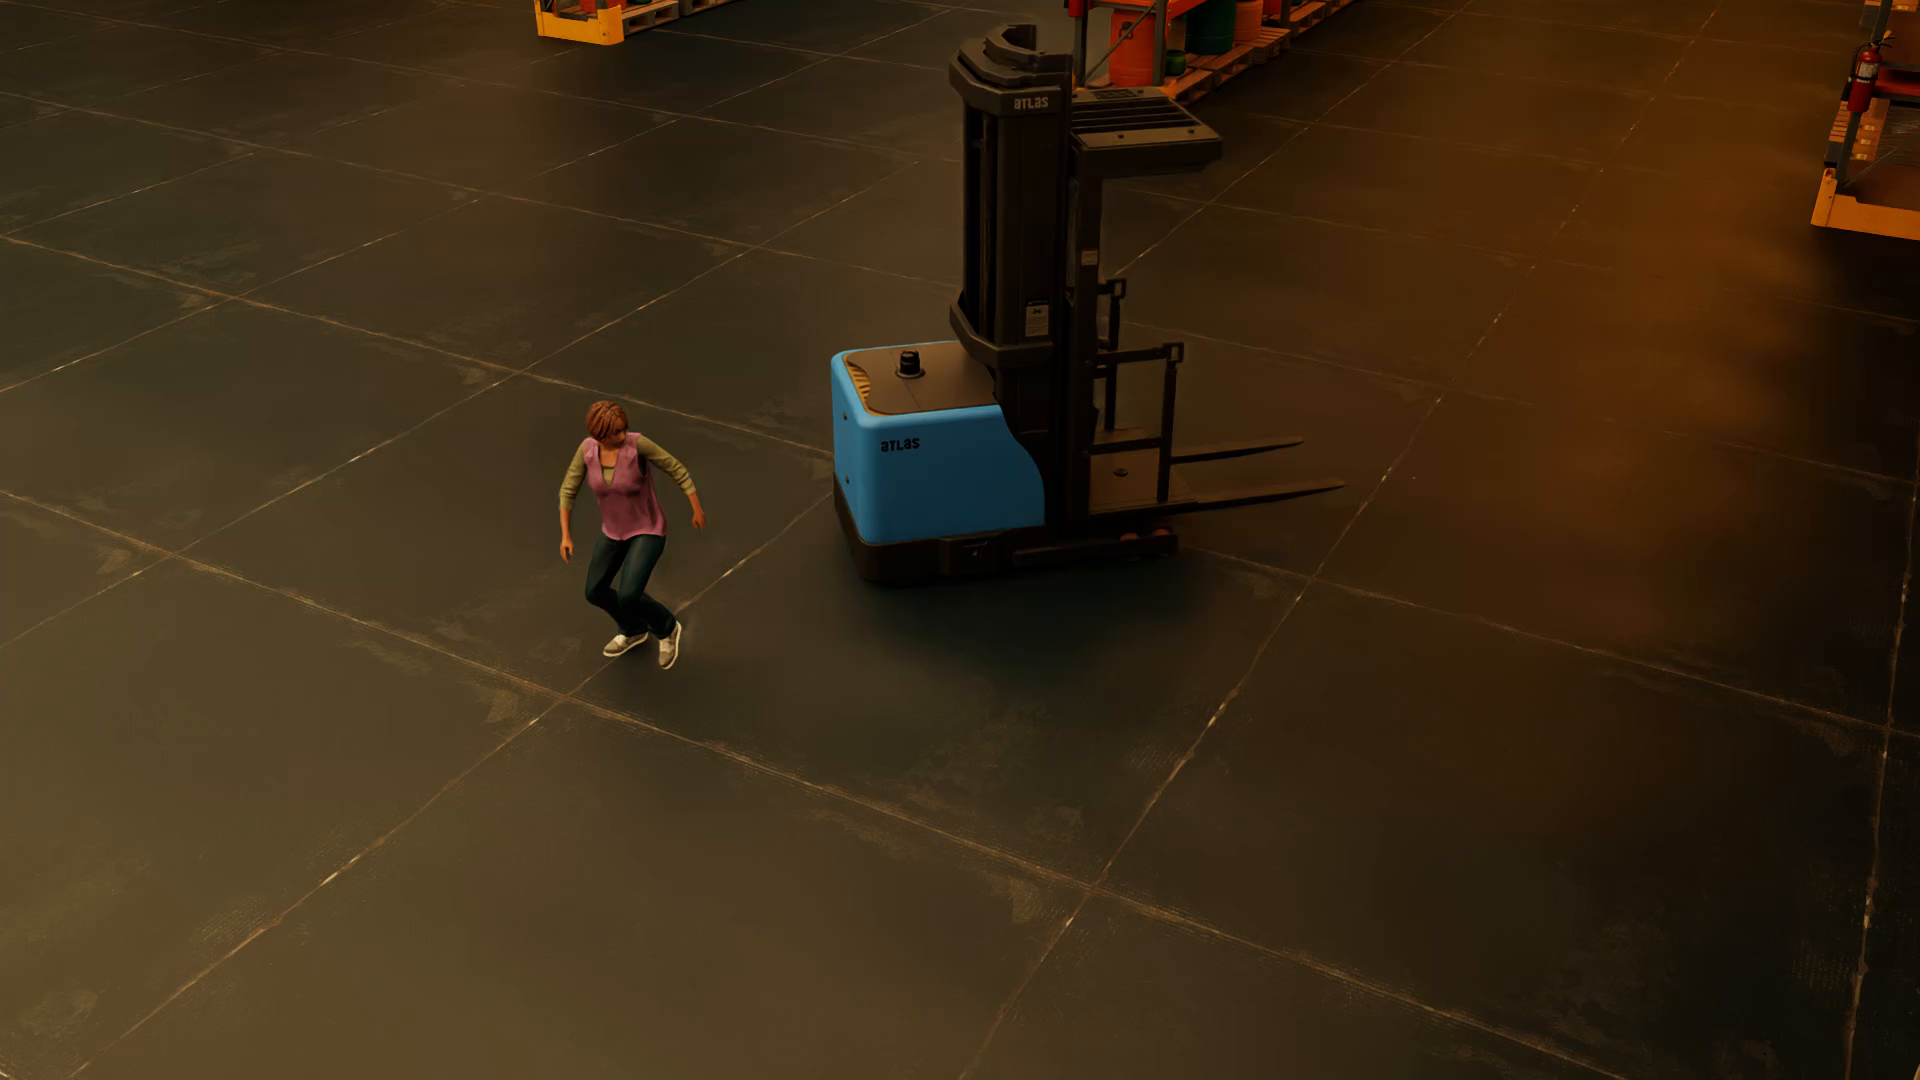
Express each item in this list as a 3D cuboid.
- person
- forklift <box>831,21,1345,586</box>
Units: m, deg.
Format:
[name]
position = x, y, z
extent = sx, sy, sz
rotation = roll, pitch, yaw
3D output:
[person]
position = -1.715, -0.020, 8.536
extent = 0.648, 1.514, 0.580
rotation = 13, 33, 22
[forklift]
position = 0.801, -1.393, 9.484
extent = 3.031, 2.935, 1.130
rotation = -7, 31, -12
